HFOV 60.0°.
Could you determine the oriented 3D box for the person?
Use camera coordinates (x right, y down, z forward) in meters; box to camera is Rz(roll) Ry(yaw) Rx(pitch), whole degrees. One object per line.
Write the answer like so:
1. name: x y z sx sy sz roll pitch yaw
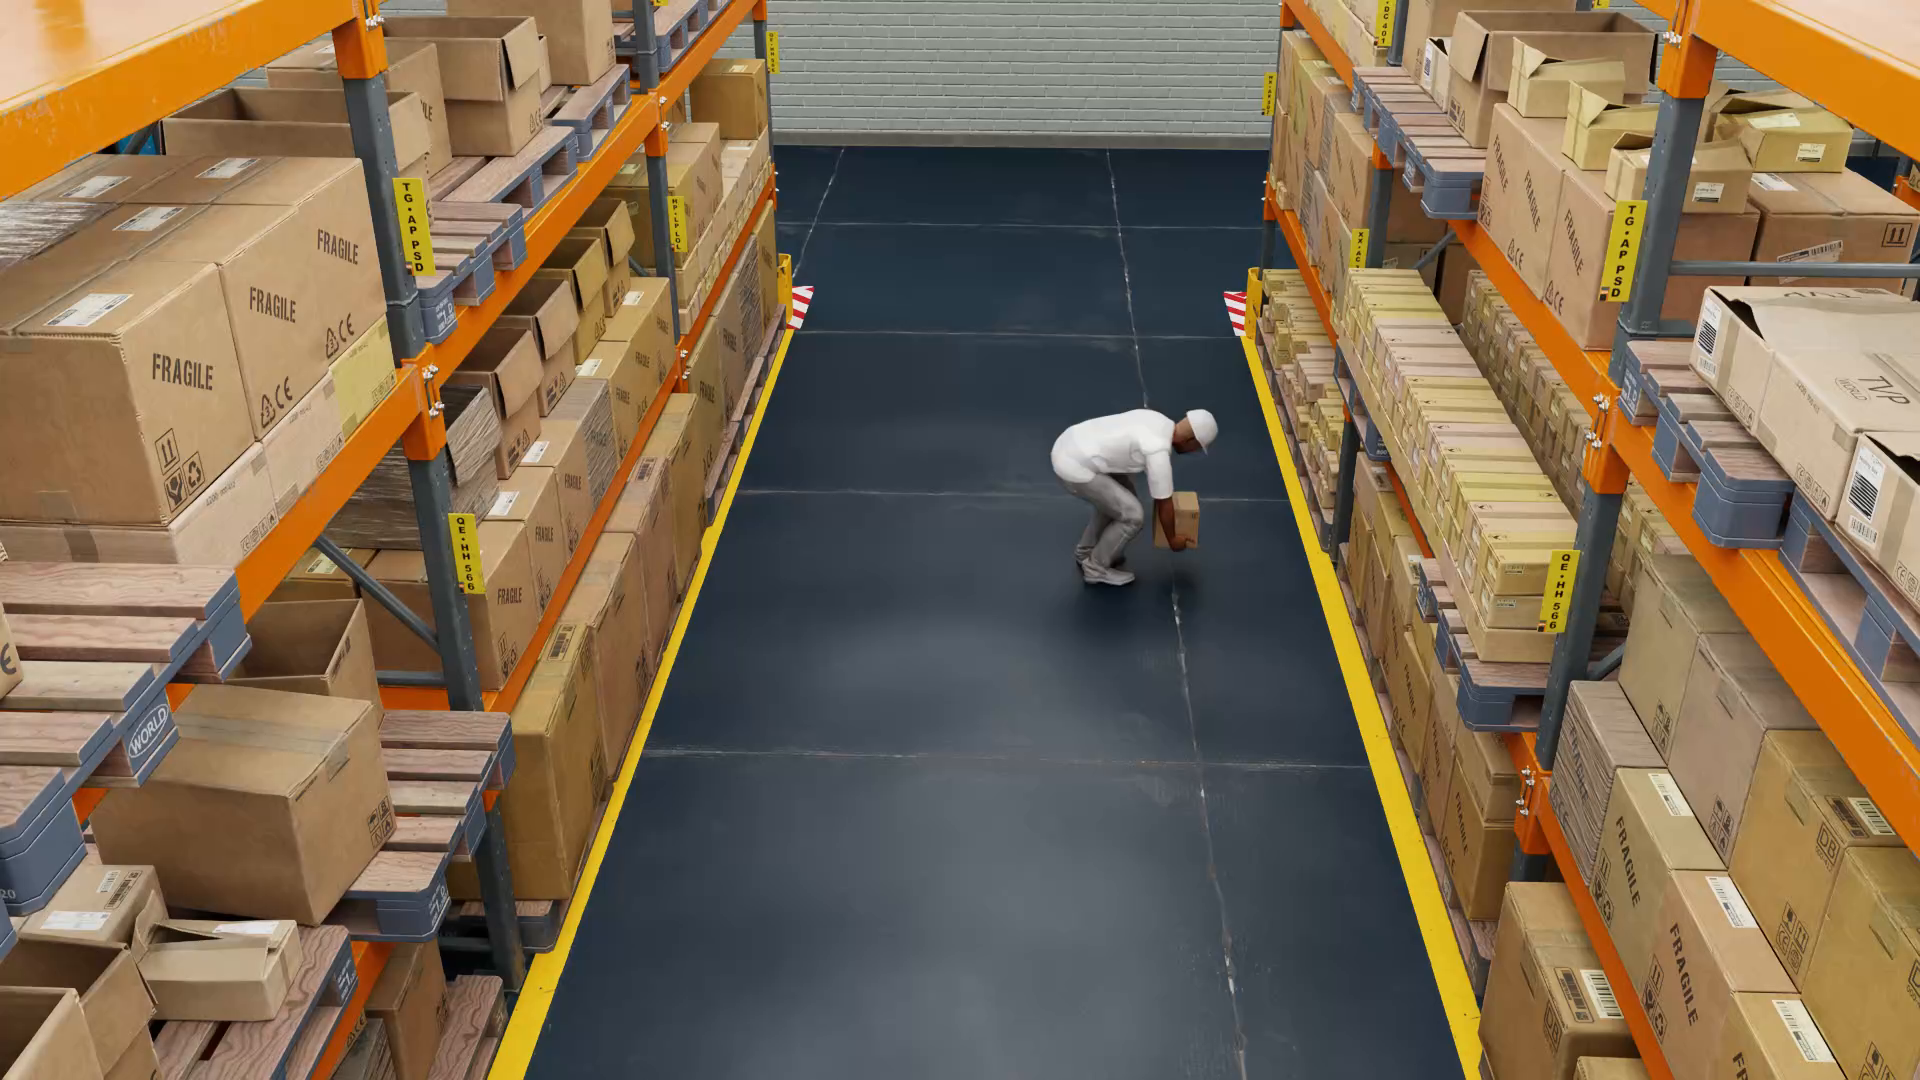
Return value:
1. person: 1.021 -0.280 9.886 0.965 1.058 0.512 0 28 -1
